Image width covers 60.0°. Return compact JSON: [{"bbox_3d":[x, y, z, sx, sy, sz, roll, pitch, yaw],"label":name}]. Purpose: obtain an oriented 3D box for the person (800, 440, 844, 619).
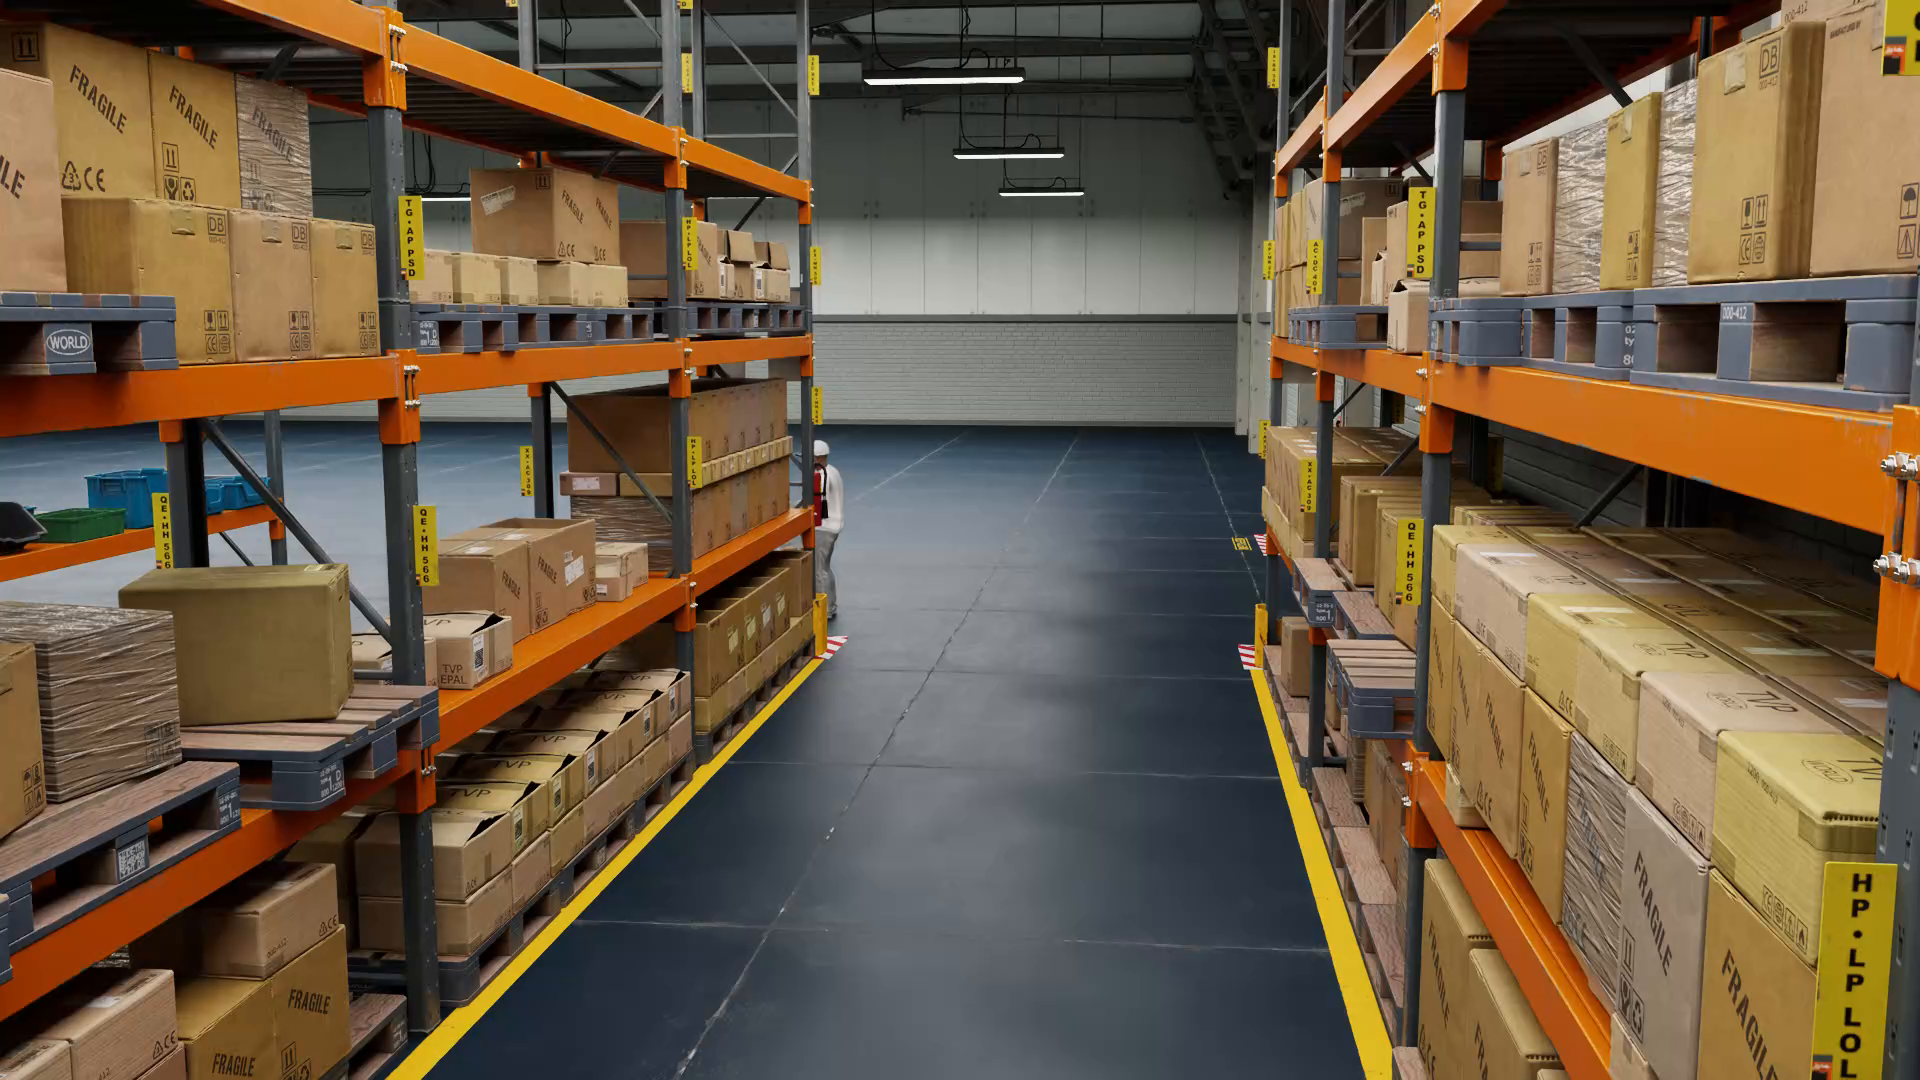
[{"bbox_3d":[-1.363,-0.108,16.523,0.425,1.765,0.589,1,8,5],"label":"person"}]
